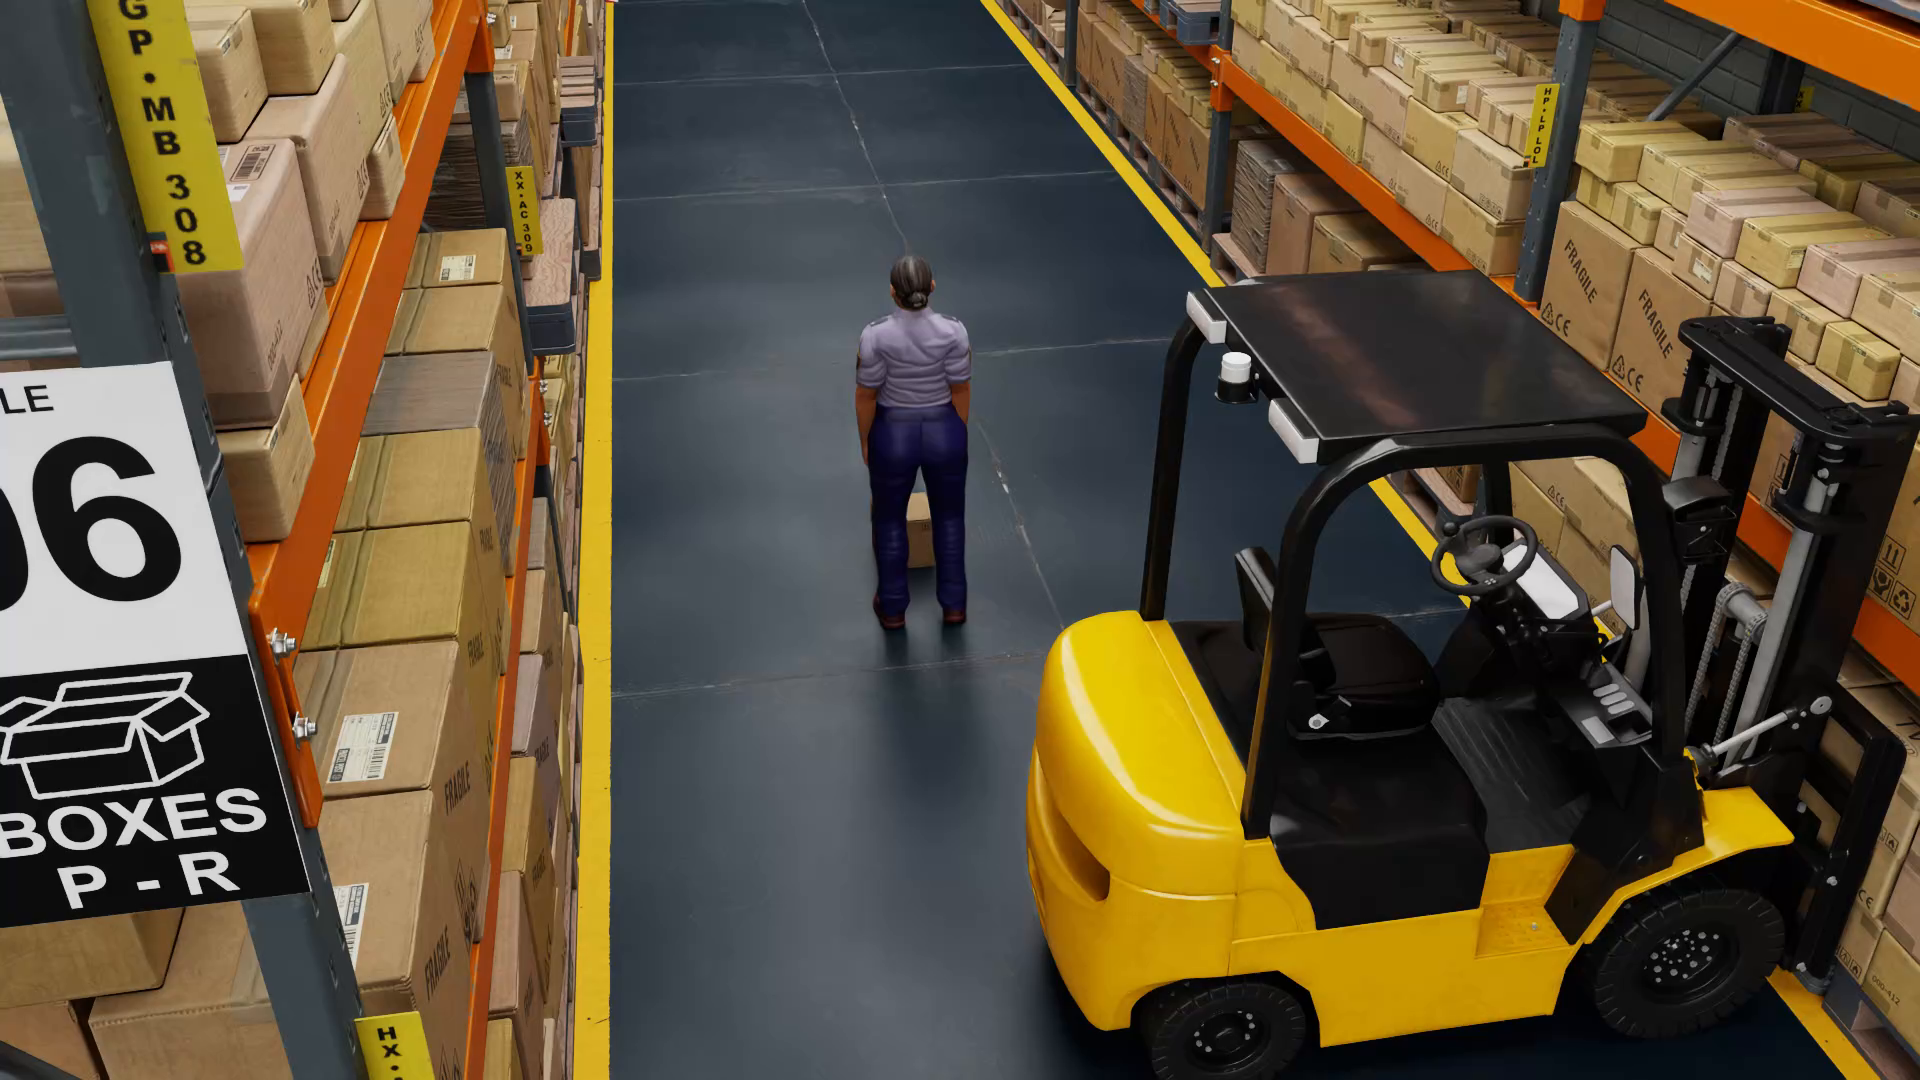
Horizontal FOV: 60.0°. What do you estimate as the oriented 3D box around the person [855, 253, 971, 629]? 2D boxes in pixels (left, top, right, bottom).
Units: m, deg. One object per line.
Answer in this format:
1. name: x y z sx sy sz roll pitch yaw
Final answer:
1. person: -0.194 -0.387 6.824 0.468 1.670 0.343 -5 31 -8
